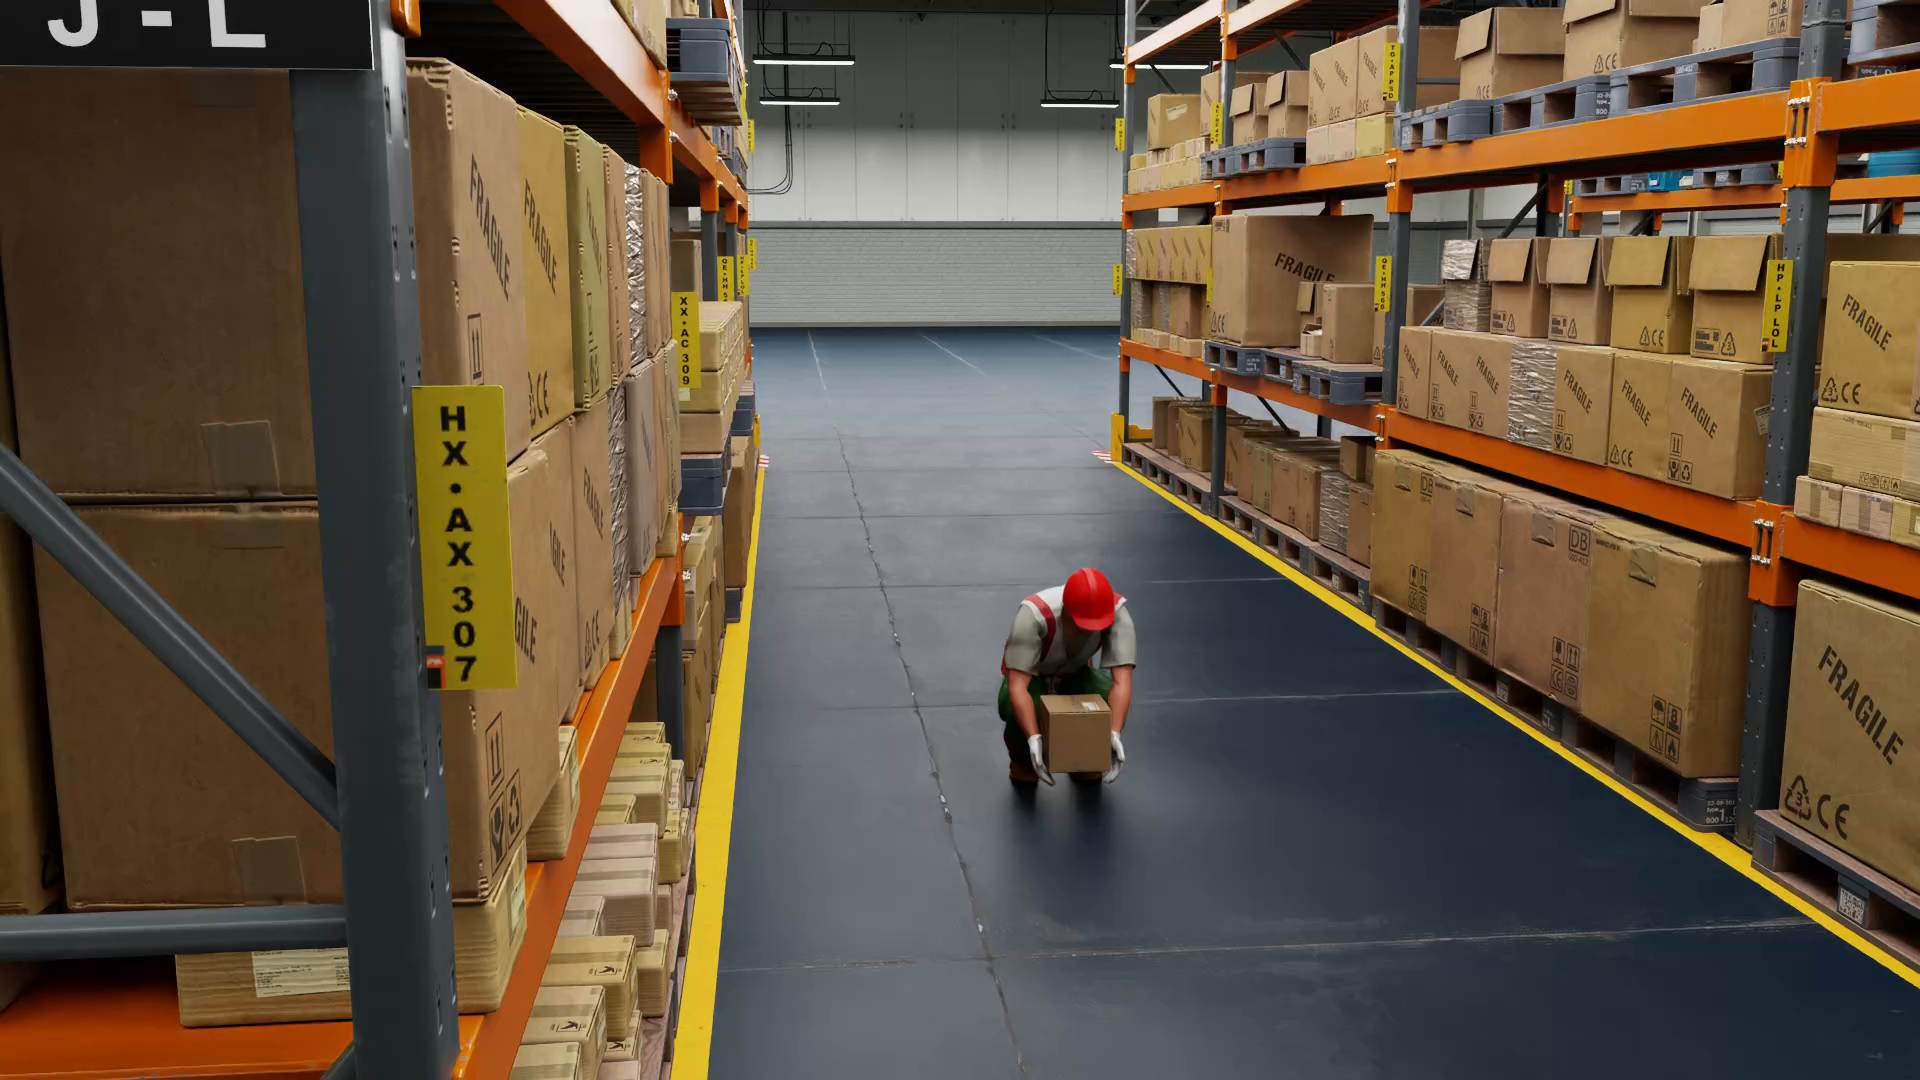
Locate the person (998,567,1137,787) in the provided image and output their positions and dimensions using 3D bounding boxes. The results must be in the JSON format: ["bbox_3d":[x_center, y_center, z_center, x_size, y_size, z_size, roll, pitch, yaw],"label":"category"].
[{"bbox_3d":[0.443,0.556,6.980,0.570,0.992,0.869,-1,10,-6],"label":"person"}]
